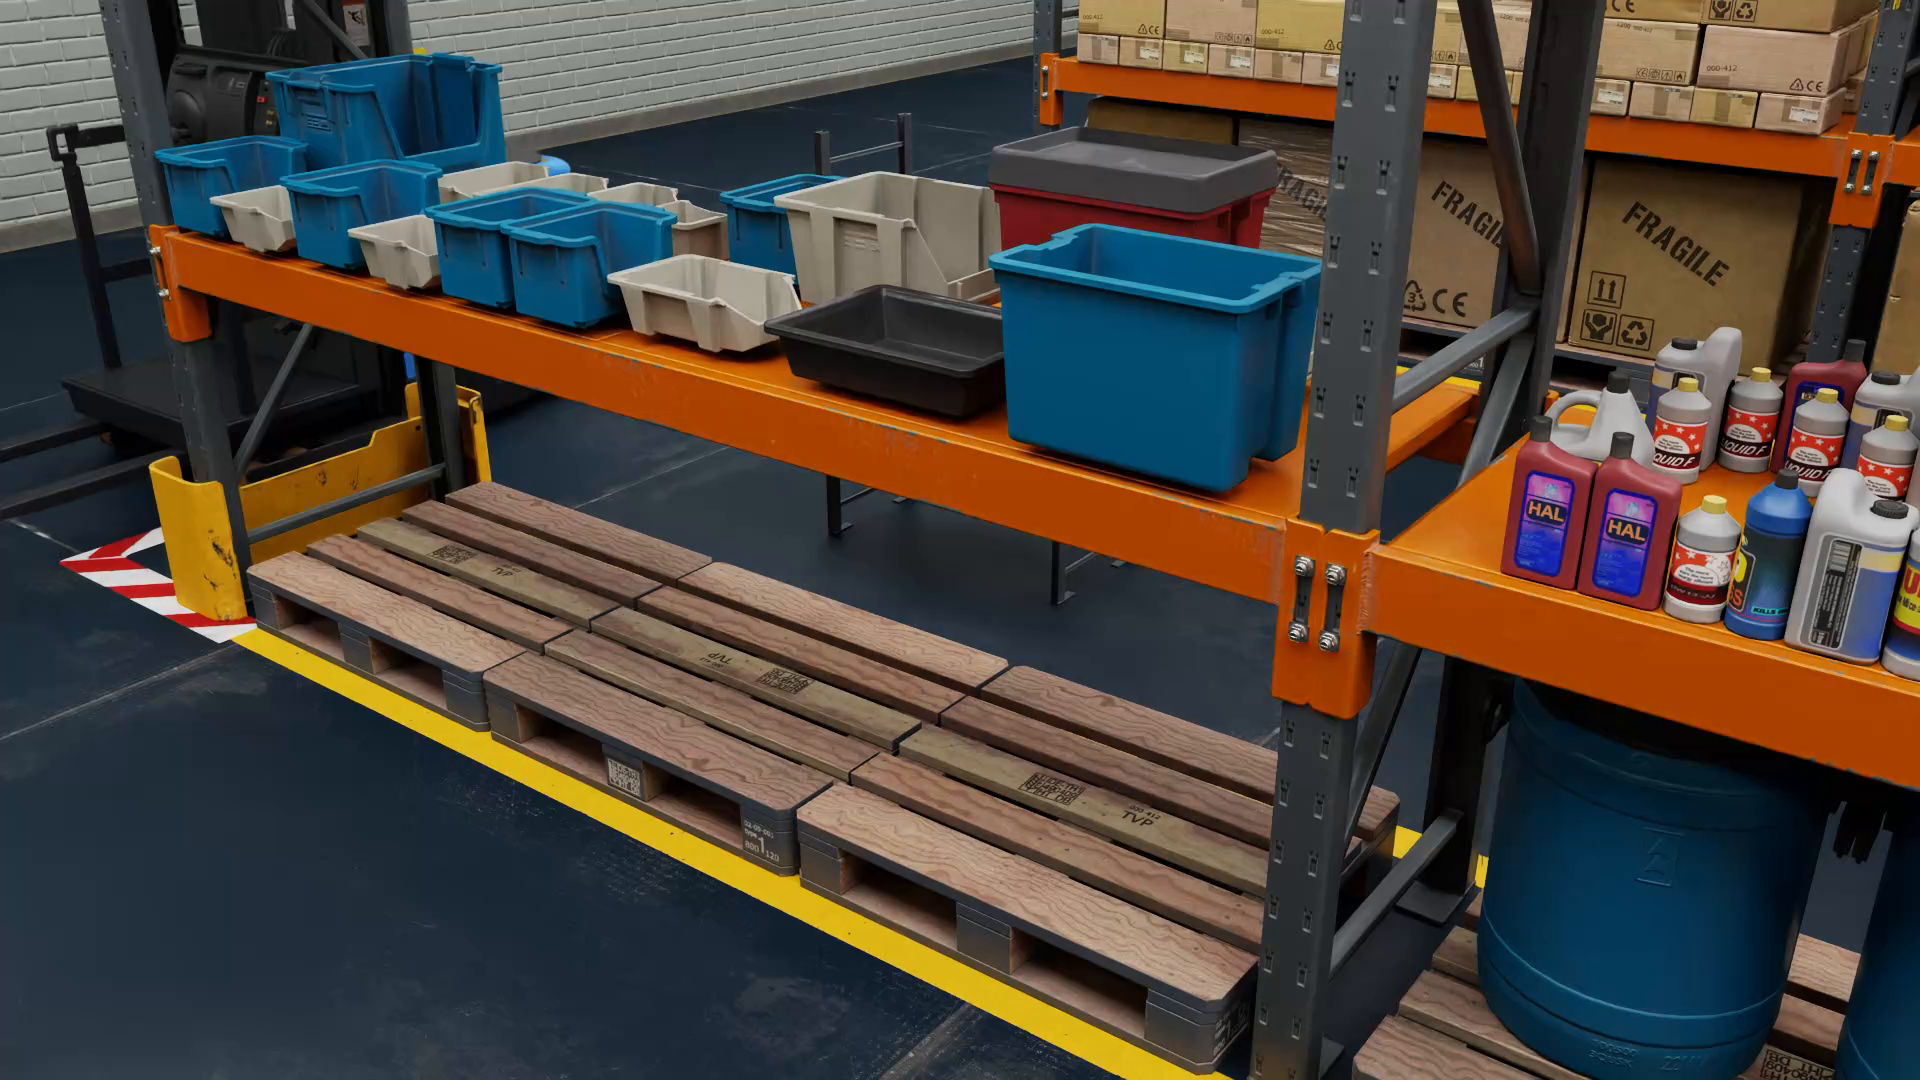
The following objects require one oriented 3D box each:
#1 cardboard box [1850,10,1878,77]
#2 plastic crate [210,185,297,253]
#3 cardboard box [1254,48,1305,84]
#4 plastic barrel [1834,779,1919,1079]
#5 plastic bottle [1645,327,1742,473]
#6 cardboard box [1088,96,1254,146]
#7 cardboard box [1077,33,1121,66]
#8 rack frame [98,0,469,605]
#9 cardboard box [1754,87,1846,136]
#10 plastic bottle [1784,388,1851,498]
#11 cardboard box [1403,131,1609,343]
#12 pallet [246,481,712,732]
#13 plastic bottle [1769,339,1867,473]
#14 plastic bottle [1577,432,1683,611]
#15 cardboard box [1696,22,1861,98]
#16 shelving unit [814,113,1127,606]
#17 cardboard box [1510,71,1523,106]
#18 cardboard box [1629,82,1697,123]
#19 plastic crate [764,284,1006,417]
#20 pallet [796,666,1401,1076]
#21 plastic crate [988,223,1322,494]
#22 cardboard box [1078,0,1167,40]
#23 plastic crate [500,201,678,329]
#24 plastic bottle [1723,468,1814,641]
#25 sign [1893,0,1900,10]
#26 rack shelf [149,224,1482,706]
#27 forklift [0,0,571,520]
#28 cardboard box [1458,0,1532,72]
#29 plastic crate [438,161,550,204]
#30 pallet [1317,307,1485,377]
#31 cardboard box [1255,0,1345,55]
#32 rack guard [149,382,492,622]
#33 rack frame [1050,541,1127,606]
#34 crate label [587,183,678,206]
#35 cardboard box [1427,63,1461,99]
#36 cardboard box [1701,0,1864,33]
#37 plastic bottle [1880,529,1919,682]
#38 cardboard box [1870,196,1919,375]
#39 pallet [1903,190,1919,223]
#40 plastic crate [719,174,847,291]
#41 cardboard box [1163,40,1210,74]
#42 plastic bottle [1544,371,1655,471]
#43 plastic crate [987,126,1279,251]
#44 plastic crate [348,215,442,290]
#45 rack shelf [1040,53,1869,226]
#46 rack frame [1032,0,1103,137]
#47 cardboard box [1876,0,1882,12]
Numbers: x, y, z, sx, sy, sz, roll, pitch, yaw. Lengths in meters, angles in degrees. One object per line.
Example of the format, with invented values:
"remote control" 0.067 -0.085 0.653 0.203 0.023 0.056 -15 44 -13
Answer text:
"cardboard box" 3.719 -2.208 7.359 0.500 0.250 0.500 16 29 32
"plastic crate" -2.026 -0.949 4.936 0.298 0.136 0.250 17 29 33
"cardboard box" 1.646 -2.355 8.186 0.250 0.149 0.380 16 28 32
"plastic barrel" 1.959 0.732 2.951 0.708 0.901 0.600 17 29 33
"plastic bottle" 1.476 -0.297 3.358 0.135 0.276 0.152 17 29 33
"cardboard box" 1.297 -2.001 9.186 0.875 0.875 0.875 17 29 33
"cardboard box" 0.823 -2.603 8.749 0.250 0.149 0.380 17 29 34
"rack frame" -2.234 -1.312 5.508 0.127 3.000 1.000 17 29 33
"cardboard box" 3.497 -1.796 6.917 0.250 0.149 0.380 17 29 34
"plastic bottle" 1.656 -0.192 3.212 0.097 0.201 0.097 0 24 0
"cardboard box" 2.737 -1.566 8.198 0.875 0.875 0.875 17 29 33
"pallet" -1.597 0.176 5.589 1.213 0.211 1.003 17 29 33
"plastic bottle" 1.689 -0.259 3.263 0.133 0.283 0.061 17 29 33
"plastic bottle" 1.111 -0.033 2.749 0.133 0.283 0.061 17 29 33
"cardboard box" 3.427 -2.032 6.960 0.500 0.250 0.500 16 29 32
"shelving unit" 0.068 -0.666 5.901 1.048 1.500 0.538 17 29 33
"cardboard box" 2.673 -2.045 7.482 0.250 0.149 0.380 17 29 34
"cardboard box" 3.086 -1.920 7.200 0.250 0.149 0.380 16 29 32
"plastic crate" -0.090 -0.430 3.773 0.590 0.125 0.437 17 29 33
"pallet" 0.355 0.766 4.250 1.213 0.211 1.003 17 29 33
"plastic crate" 0.389 -0.368 3.310 0.575 0.384 0.392 17 29 33
"cardboard box" 0.959 -2.774 8.644 0.500 0.250 0.500 16 28 32
"plastic crate" -0.940 -0.706 4.265 0.300 0.233 0.416 17 29 33
"plastic bottle" 1.293 0.018 2.648 0.097 0.271 0.097 0 24 0
"sign" 3.606 -2.196 6.342 0.005 0.325 0.100 17 29 33
"rack shelf" -0.633 -0.499 4.555 4.000 0.370 1.077 17 29 33
"forklift" -3.011 -1.707 6.490 1.130 2.935 3.031 16 29 33
"cardboard box" 2.603 -2.280 7.522 0.500 0.250 0.500 18 29 34
"plastic crate" -1.472 -1.080 5.234 0.243 0.136 0.396 17 29 33
"pallet" 2.396 -1.171 8.645 1.213 0.211 1.003 17 29 33
"cardboard box" 1.779 -2.528 8.085 0.500 0.250 0.500 16 28 32
"rack guard" -2.261 -0.170 6.015 0.348 0.500 1.175 17 29 33
"rack frame" 0.475 -0.543 5.622 0.032 1.500 0.500 17 29 33
"crate label" -1.012 -0.946 4.929 0.243 0.136 0.396 17 29 33
"cardboard box" 2.266 -2.168 7.763 0.250 0.149 0.380 17 29 34
"cardboard box" 3.409 -2.378 6.815 0.500 0.500 0.500 18 29 35
"plastic bottle" 1.478 0.074 2.521 0.097 0.271 0.097 0 24 0
"cardboard box" 4.462 -1.014 6.946 0.875 0.875 1.225 17 29 33
"pallet" 6.435 -2.394 11.421 1.213 0.211 1.003 17 29 33
"plastic crate" -0.436 -0.849 4.590 0.300 0.233 0.416 17 29 33
"cardboard box" 1.234 -2.479 8.469 0.250 0.149 0.380 16 28 32
"plastic bottle" 1.087 -0.123 2.870 0.185 0.351 0.144 17 29 33
"plastic crate" 0.403 -0.698 3.961 0.583 0.464 0.402 17 29 33
"plastic crate" -1.484 -0.785 4.563 0.298 0.136 0.250 17 29 33
"rack shelf" 2.337 -2.097 8.182 4.000 0.370 1.077 17 29 33
"rack frame" 0.737 -2.910 9.135 0.127 3.000 1.000 17 29 33
"cardboard box" 6.010 -3.593 10.996 0.250 0.149 0.380 16 28 32
